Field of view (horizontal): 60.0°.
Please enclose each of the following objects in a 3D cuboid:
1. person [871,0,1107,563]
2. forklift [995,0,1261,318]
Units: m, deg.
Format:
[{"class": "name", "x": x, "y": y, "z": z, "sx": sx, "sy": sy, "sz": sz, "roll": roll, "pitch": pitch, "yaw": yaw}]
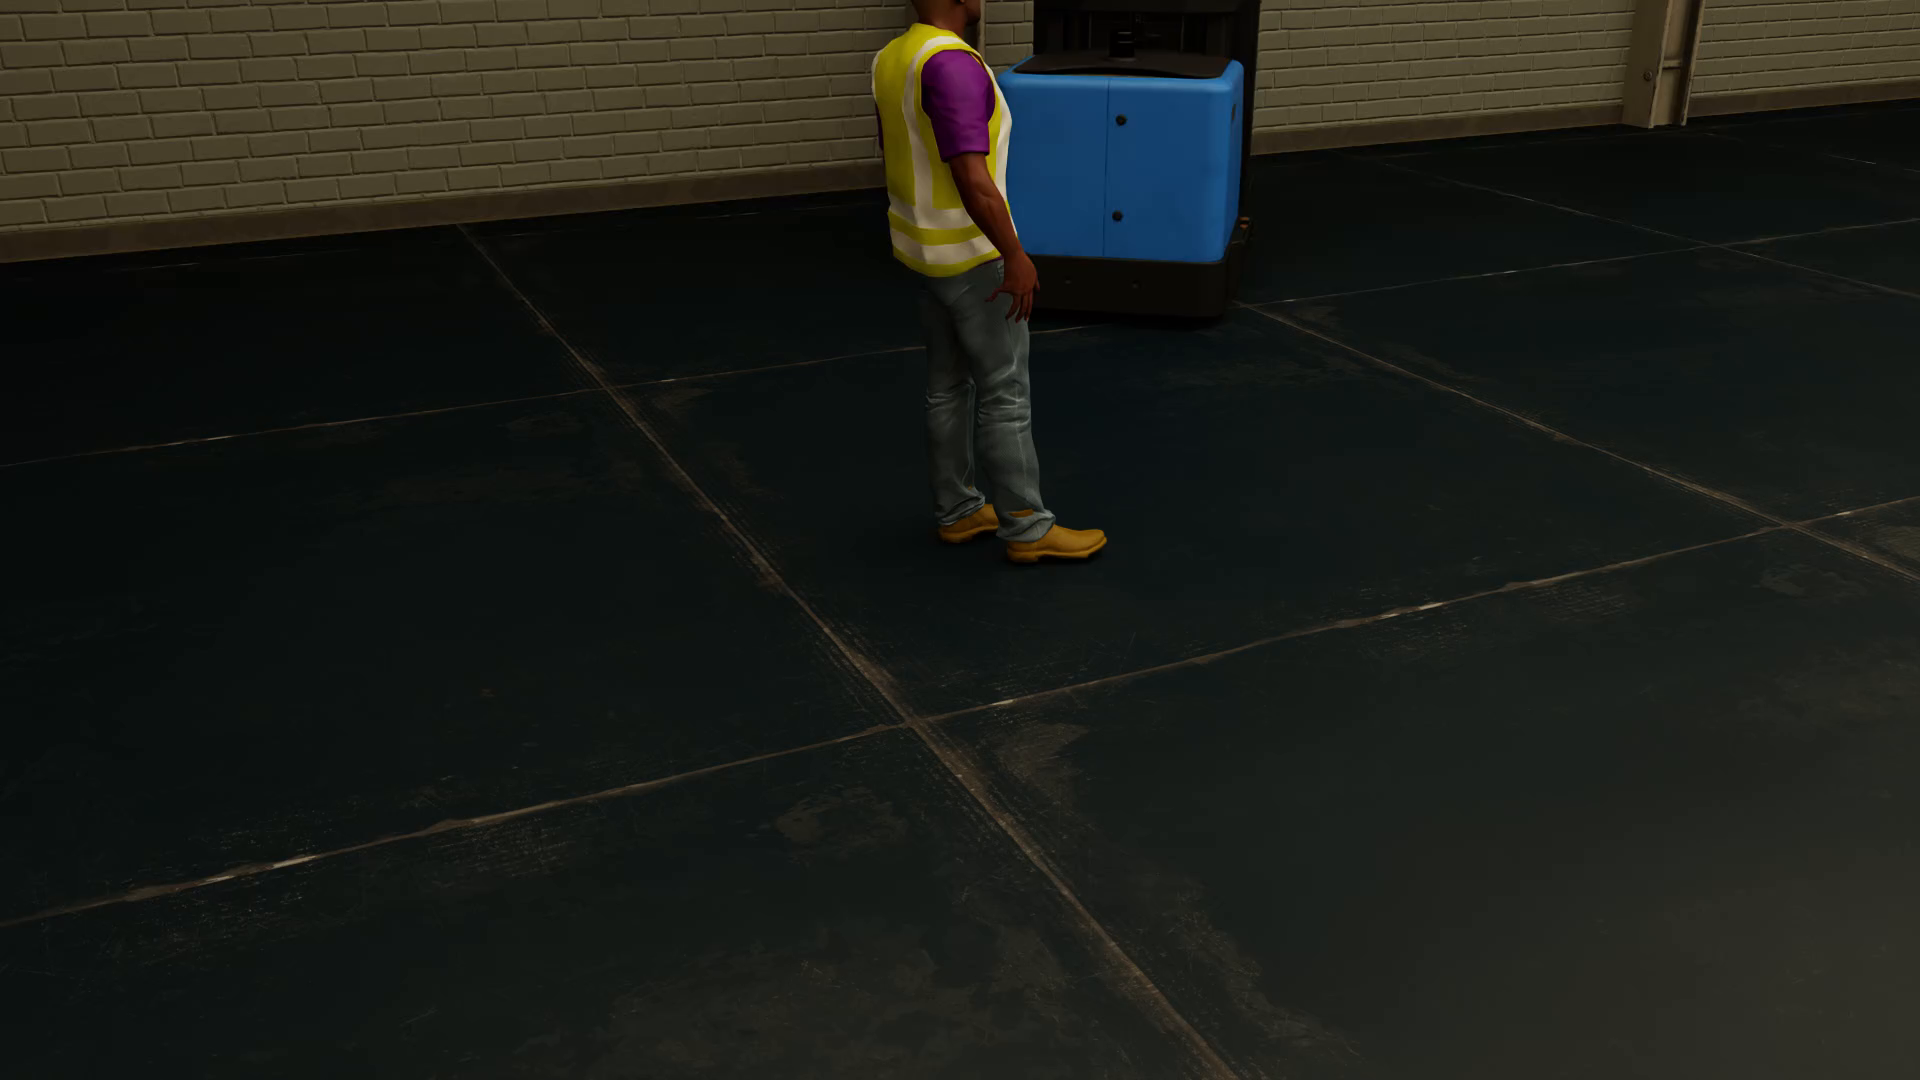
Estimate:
[{"class": "person", "x": 0.066, "y": -0.832, "z": 4.788, "sx": 0.575, "sy": 1.768, "sz": 0.665, "roll": -10, "pitch": 25, "yaw": -23}, {"class": "forklift", "x": 0.953, "y": -2.859, "z": 8.168, "sx": 1.130, "sy": 2.935, "sz": 3.031, "roll": 5, "pitch": 23, "yaw": 12}]
